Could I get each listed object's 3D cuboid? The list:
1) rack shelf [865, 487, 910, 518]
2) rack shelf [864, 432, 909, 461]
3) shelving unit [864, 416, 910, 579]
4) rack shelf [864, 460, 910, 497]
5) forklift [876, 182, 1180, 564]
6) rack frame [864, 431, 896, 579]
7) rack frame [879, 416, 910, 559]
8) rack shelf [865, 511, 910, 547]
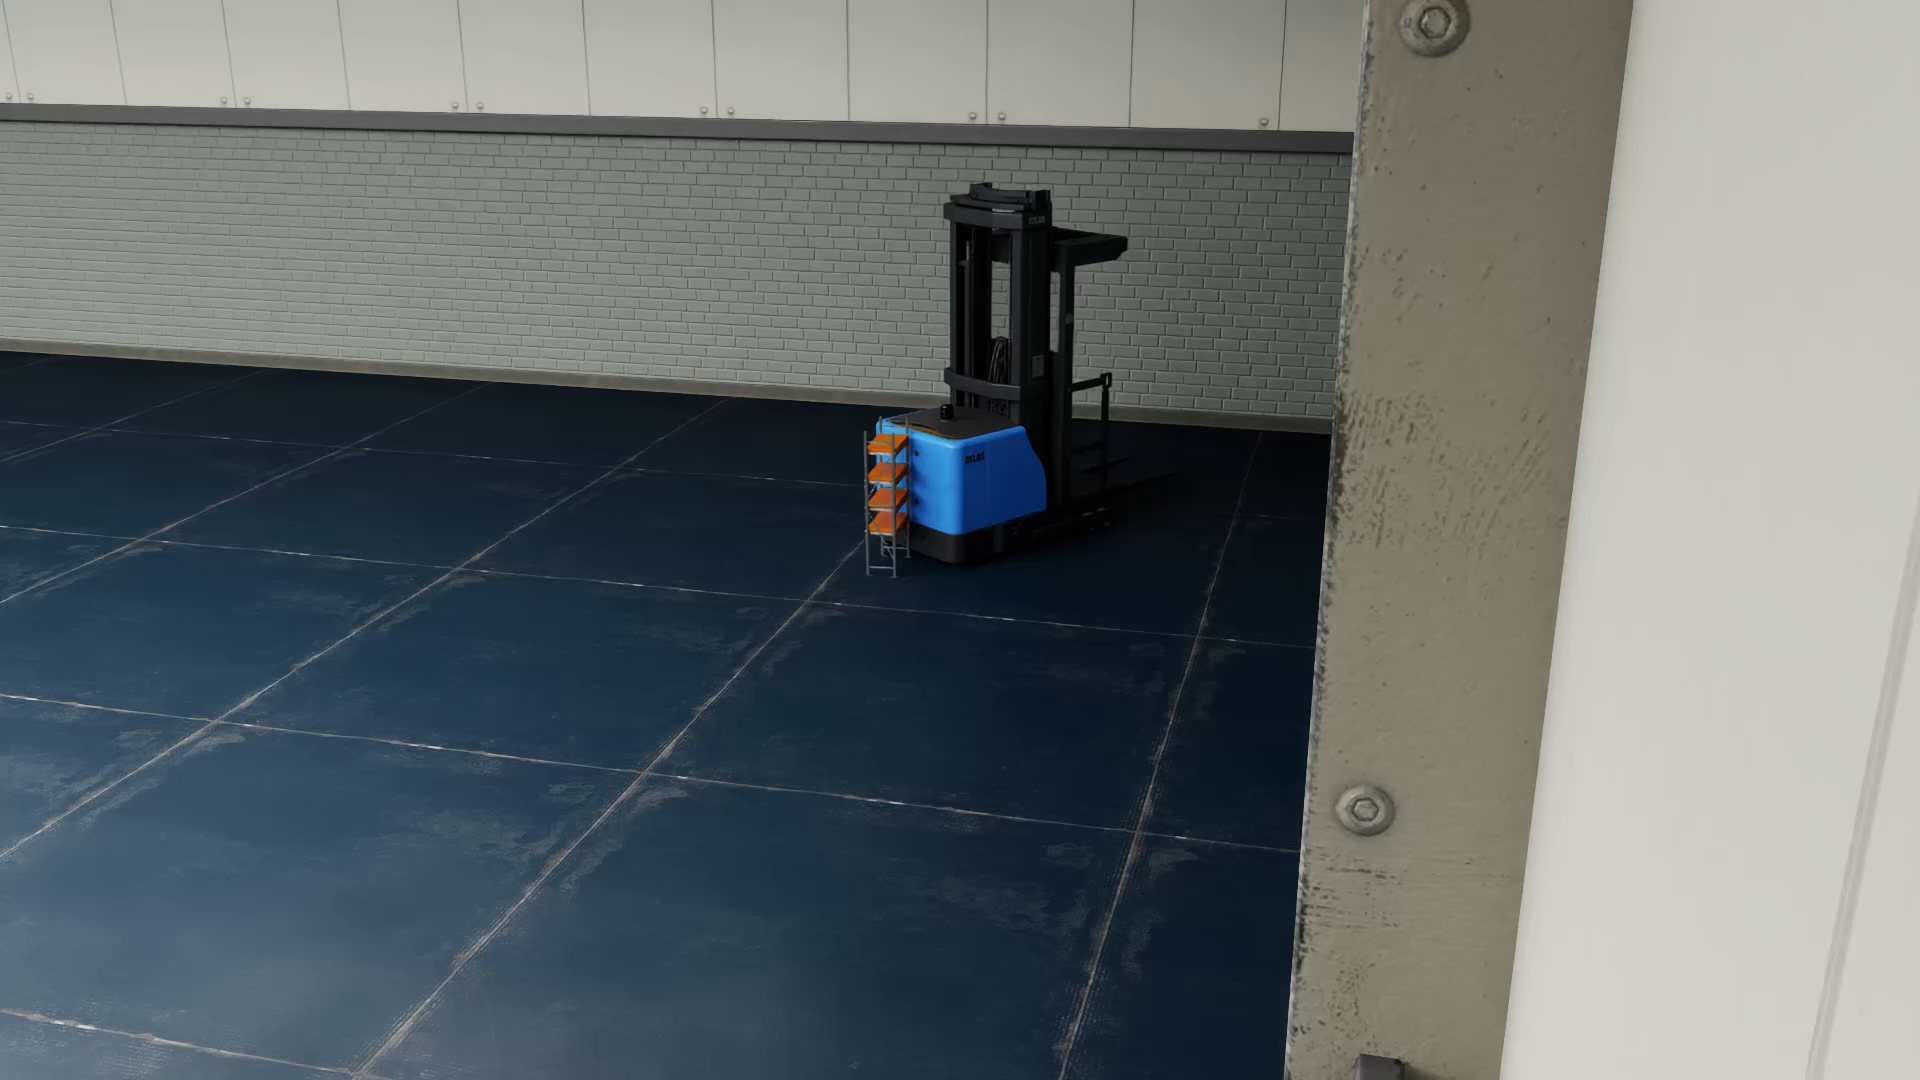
[{"bbox_3d":[-0.581,-0.283,13.368,0.258,0.148,0.480,4,19,11],"label":"rack shelf"},{"bbox_3d":[-0.581,-0.719,13.219,0.258,0.148,0.480,4,19,11],"label":"rack shelf"},{"bbox_3d":[-0.581,-0.347,13.346,0.258,1.200,0.503,4,19,11],"label":"shelving unit"},{"bbox_3d":[-0.581,-0.495,13.296,0.258,0.148,0.480,4,19,11],"label":"rack shelf"},{"bbox_3d":[0.711,-1.573,14.259,3.031,2.935,1.130,-17,25,-40],"label":"forklift"},{"bbox_3d":[-0.628,-0.269,13.120,0.240,1.200,0.015,4,19,11],"label":"rack frame"},{"bbox_3d":[-0.533,-0.424,13.573,0.240,1.200,0.015,4,19,11],"label":"rack frame"},{"bbox_3d":[-0.581,-0.095,13.432,0.258,0.148,0.480,4,19,11],"label":"rack shelf"}]
